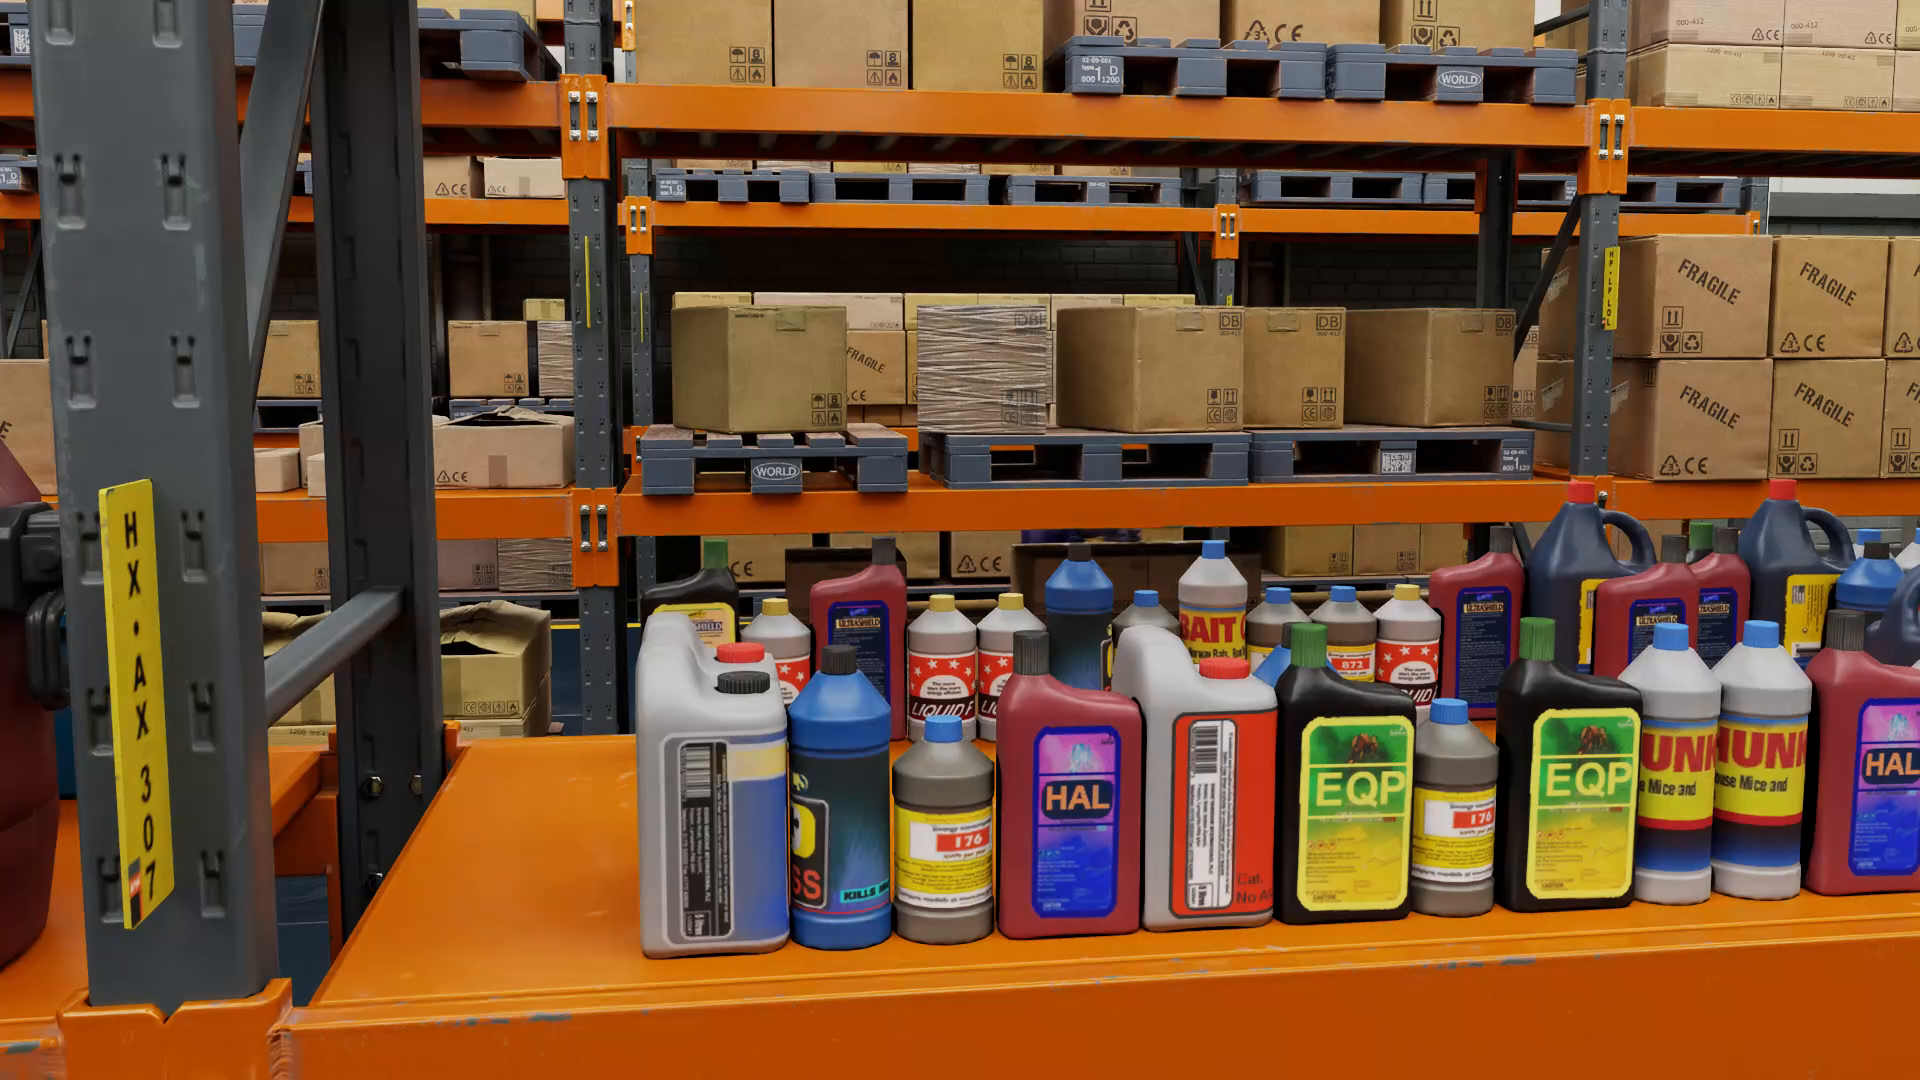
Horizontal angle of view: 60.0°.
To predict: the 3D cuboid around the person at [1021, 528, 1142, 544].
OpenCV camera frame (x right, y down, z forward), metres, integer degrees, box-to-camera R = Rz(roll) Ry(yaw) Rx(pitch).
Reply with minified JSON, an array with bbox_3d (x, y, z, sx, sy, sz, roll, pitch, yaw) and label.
[{"bbox_3d":[0.785,0.192,9.233,0.874,1.199,0.451,-1,7,-10],"label":"person"}]
